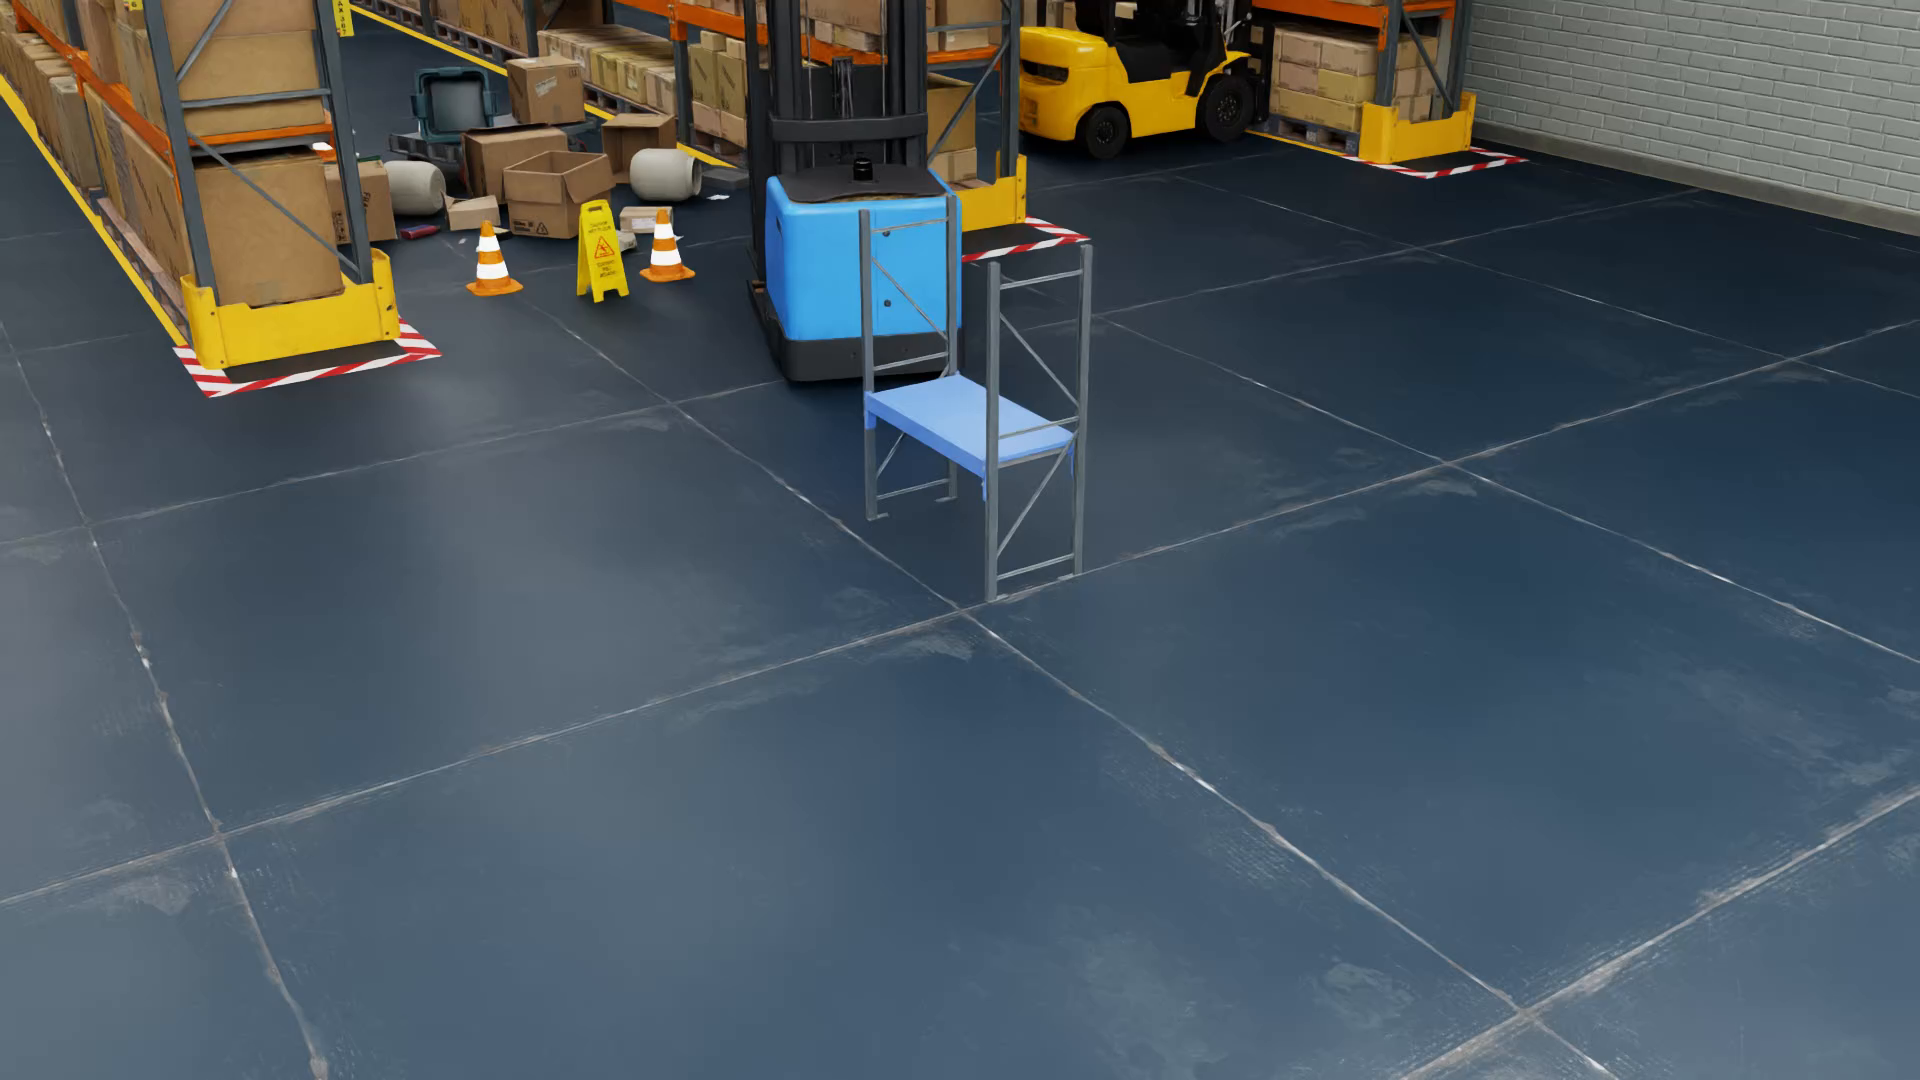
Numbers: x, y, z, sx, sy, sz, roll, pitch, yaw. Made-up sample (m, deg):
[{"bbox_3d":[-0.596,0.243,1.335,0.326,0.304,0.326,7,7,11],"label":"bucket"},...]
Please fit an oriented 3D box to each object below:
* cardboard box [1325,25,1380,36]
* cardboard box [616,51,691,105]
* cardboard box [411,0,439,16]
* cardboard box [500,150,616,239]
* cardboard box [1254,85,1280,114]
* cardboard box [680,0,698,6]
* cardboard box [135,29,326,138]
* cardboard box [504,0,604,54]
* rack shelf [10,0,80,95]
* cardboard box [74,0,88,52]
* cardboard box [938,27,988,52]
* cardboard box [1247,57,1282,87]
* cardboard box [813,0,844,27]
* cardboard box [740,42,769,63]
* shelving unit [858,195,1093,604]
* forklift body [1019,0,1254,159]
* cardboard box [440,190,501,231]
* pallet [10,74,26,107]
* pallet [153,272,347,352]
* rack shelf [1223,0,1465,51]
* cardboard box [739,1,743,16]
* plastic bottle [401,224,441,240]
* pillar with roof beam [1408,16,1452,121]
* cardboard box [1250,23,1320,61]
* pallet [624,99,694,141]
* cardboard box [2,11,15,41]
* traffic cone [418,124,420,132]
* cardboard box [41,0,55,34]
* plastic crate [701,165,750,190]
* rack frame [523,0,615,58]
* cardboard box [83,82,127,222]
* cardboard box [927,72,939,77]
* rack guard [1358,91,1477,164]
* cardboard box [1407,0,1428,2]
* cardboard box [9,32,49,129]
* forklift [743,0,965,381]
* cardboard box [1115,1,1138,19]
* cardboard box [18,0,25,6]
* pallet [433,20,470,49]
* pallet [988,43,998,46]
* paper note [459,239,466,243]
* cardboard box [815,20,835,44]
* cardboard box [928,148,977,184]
[{"bbox_3d":[3.777,-4.704,15.759,0.500,0.250,0.500,-15,29,-29],"label":"cardboard box"},{"bbox_3d":[-2.868,-4.629,16.629,0.950,0.372,0.625,-14,28,-26],"label":"cardboard box"},{"bbox_3d":[-6.804,-7.327,22.266,0.875,0.438,0.875,-16,30,-30],"label":"cardboard box"},{"bbox_3d":[-3.081,-2.663,12.802,0.637,0.503,0.797,7,26,15],"label":"cardboard box"},{"bbox_3d":[3.106,-4.314,16.103,0.500,0.250,0.500,-15,29,-29],"label":"cardboard box"},{"bbox_3d":[-2.281,-4.883,14.875,0.380,0.149,0.250,-16,29,-30],"label":"cardboard box"},{"bbox_3d":[-4.333,-2.754,9.894,0.875,0.550,0.550,-16,29,-30],"label":"cardboard box"},{"bbox_3d":[-4.675,-6.111,19.177,0.875,0.875,0.875,-16,30,-30],"label":"cardboard box"},{"bbox_3d":[-7.368,-4.385,14.367,1.077,0.370,4.000,-16,29,-30],"label":"rack shelf"},{"bbox_3d":[-6.065,-3.933,12.393,0.875,0.550,0.550,-16,29,-30],"label":"cardboard box"},{"bbox_3d":[-0.013,-3.810,12.601,0.380,0.149,0.250,-15,29,-29],"label":"cardboard box"},{"bbox_3d":[3.064,-4.547,16.012,0.500,0.250,0.500,-16,30,-31],"label":"cardboard box"},{"bbox_3d":[-0.797,-4.244,12.760,0.500,0.500,0.500,-15,29,-29],"label":"cardboard box"},{"bbox_3d":[-1.639,-4.152,14.122,0.380,0.149,0.250,-14,29,-27],"label":"cardboard box"},{"bbox_3d":[0.047,-0.648,7.365,0.538,1.500,1.048,-16,29,-30],"label":"shelving unit"},{"bbox_3d":[1.593,-4.781,15.358,2.313,2.155,1.214,-16,29,-30],"label":"forklift body"},{"bbox_3d":[-3.795,-2.573,12.889,0.396,0.266,0.258,-10,27,-21],"label":"cardboard box"},{"bbox_3d":[-9.547,-4.880,17.841,1.003,0.211,1.213,-16,29,-30],"label":"pallet"},{"bbox_3d":[-4.595,-1.571,10.830,1.003,0.211,1.213,-16,29,-30],"label":"pallet"},{"bbox_3d":[3.064,-5.302,16.310,1.077,0.370,4.000,-16,29,-30],"label":"rack shelf"},{"bbox_3d":[-1.651,-4.533,14.132,0.380,0.149,0.250,-16,29,-30],"label":"cardboard box"},{"bbox_3d":[-4.101,-2.354,12.664,0.133,0.061,0.283,18,31,33],"label":"plastic bottle"},{"bbox_3d":[0.924,-7.081,12.208,9.100,9.000,0.400,-16,29,-30],"label":"pillar with roof beam"},{"bbox_3d":[3.076,-4.762,15.881,0.500,0.250,0.500,-15,29,-29],"label":"cardboard box"},{"bbox_3d":[-2.610,-4.202,16.403,1.003,0.211,1.213,-16,29,-30],"label":"pallet"},{"bbox_3d":[-9.338,-5.186,16.779,0.500,0.250,0.500,-15,29,-29],"label":"cardboard box"},{"bbox_3d":[-5.030,-4.025,15.735,0.336,0.463,0.334,-16,29,-30],"label":"traffic cone"},{"bbox_3d":[-7.061,-4.345,13.323,0.500,0.500,0.500,-16,30,-30],"label":"cardboard box"},{"bbox_3d":[-2.014,-3.112,14.247,0.583,0.080,0.402,18,31,33],"label":"plastic crate"},{"bbox_3d":[-4.368,-6.615,18.249,1.000,3.000,0.127,-16,29,-30],"label":"rack frame"},{"bbox_3d":[-5.992,-2.983,12.551,0.875,0.875,0.875,-15,29,-29],"label":"cardboard box"},{"bbox_3d":[-0.512,-3.587,13.685,0.500,0.500,0.500,-17,30,-31],"label":"cardboard box"},{"bbox_3d":[4.169,-3.773,15.156,1.175,0.500,0.348,-16,29,-30],"label":"rack guard"},{"bbox_3d":[4.119,-5.199,15.132,0.500,0.500,0.500,-14,29,-28],"label":"cardboard box"},{"bbox_3d":[-8.203,-4.359,15.614,1.050,0.750,0.750,-16,30,-30],"label":"cardboard box"},{"bbox_3d":[-0.798,-2.837,10.327,1.130,2.935,3.031,-5,26,-11],"label":"forklift"},{"bbox_3d":[1.974,-5.495,17.434,0.500,0.250,0.500,-16,30,-30],"label":"cardboard box"},{"bbox_3d":[-8.161,-5.066,14.850,0.500,0.500,0.500,-16,30,-30],"label":"cardboard box"},{"bbox_3d":[-6.067,-6.526,21.328,1.003,0.211,1.213,-16,29,-30],"label":"pallet"},{"bbox_3d":[0.868,-5.773,19.731,1.003,0.211,1.213,-16,29,-30],"label":"pallet"},{"bbox_3d":[-3.740,-2.248,12.501,0.032,0.001,0.123,-1,25,-3],"label":"paper note"},{"bbox_3d":[-0.903,-3.971,12.941,0.380,0.149,0.250,-15,29,-29],"label":"cardboard box"},{"bbox_3d":[-0.209,-3.053,13.433,0.500,0.250,0.500,-16,30,-30],"label":"cardboard box"}]
